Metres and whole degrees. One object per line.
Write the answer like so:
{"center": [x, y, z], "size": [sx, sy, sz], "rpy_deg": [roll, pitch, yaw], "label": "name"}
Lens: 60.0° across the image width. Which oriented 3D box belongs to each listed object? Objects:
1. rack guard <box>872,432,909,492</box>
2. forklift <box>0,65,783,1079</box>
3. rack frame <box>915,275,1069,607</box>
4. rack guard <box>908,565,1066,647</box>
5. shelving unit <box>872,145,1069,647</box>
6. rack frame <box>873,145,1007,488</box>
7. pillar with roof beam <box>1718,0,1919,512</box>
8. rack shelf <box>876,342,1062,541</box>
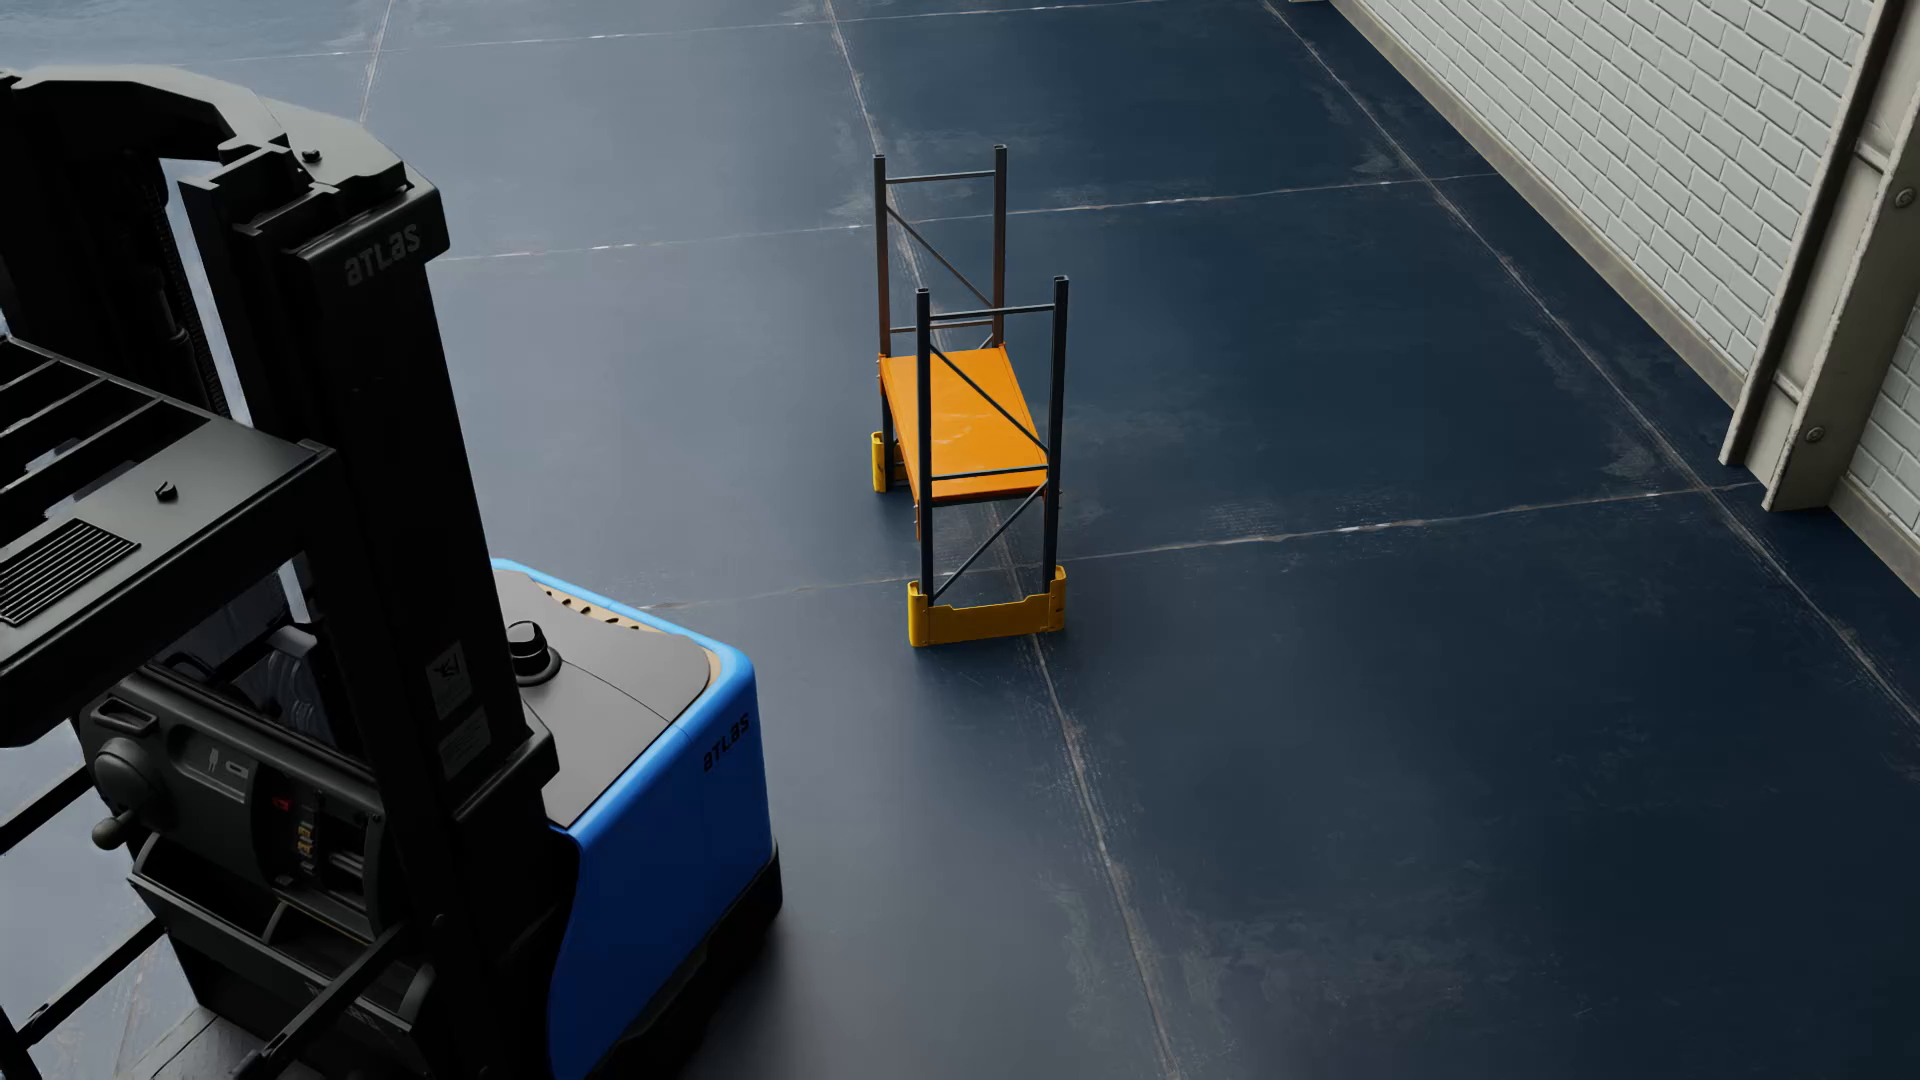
{"center": [-0.074, -0.353, 7.001], "size": [0.587, 0.250, 0.087], "rpy_deg": [-6, 38, -8], "label": "rack guard"}
{"center": [-1.707, 0.656, 3.516], "size": [1.130, 2.935, 3.031], "rpy_deg": [19, 42, 22], "label": "forklift"}
{"center": [0.104, -0.234, 5.828], "size": [0.500, 1.500, 0.032], "rpy_deg": [-6, 38, -8], "label": "rack frame"}
{"center": [0.101, 0.248, 6.227], "size": [0.587, 0.250, 0.087], "rpy_deg": [-6, 38, -8], "label": "rack guard"}
{"center": [0.013, -0.546, 6.231], "size": [0.587, 1.500, 1.083], "rpy_deg": [-6, 38, -8], "label": "shelving unit"}
{"center": [-0.074, -0.848, 6.619], "size": [0.500, 1.500, 0.032], "rpy_deg": [-6, 38, -8], "label": "rack frame"}
{"center": [-0.770, -3.342, 3.717], "size": [9.100, 9.000, 0.400], "rpy_deg": [-6, 38, -8], "label": "pillar with roof beam"}
{"center": [0.015, -0.399, 6.334], "size": [0.538, 0.185, 1.000], "rpy_deg": [-6, 38, -8], "label": "rack shelf"}
